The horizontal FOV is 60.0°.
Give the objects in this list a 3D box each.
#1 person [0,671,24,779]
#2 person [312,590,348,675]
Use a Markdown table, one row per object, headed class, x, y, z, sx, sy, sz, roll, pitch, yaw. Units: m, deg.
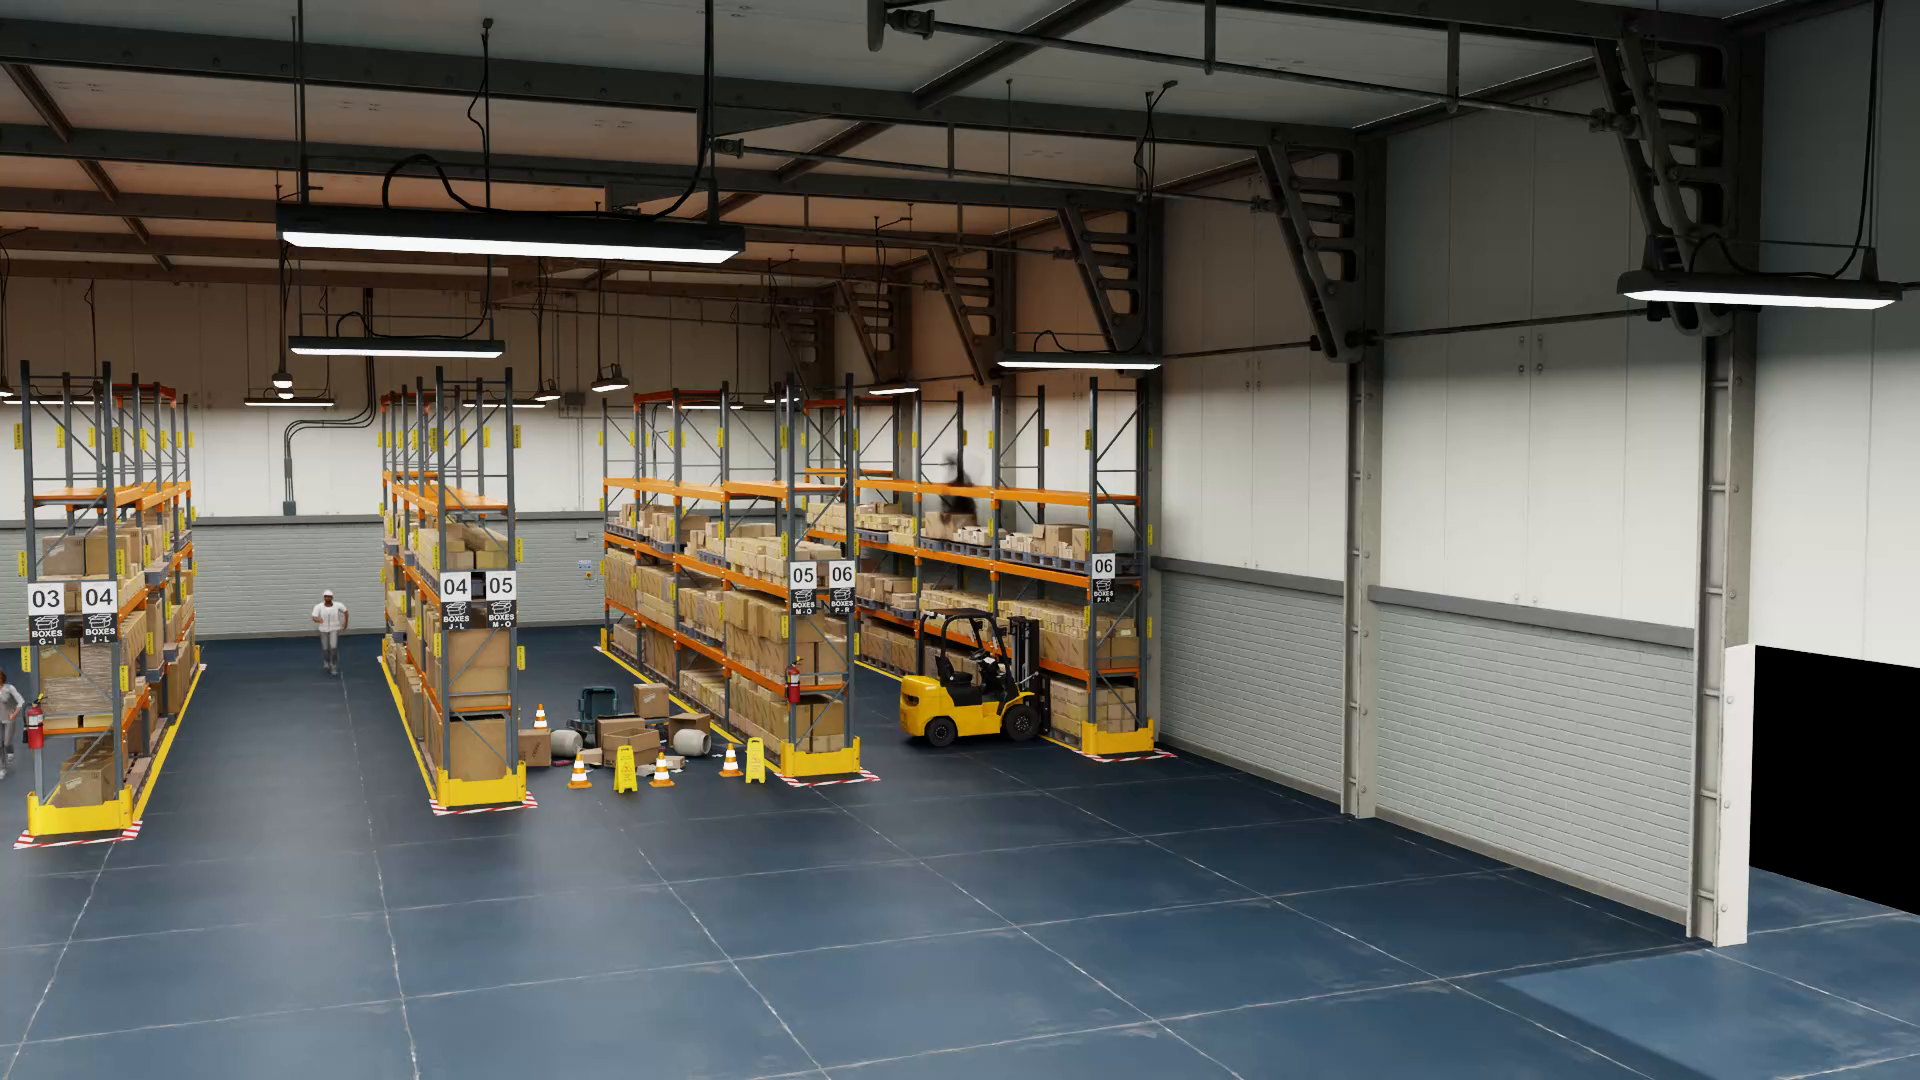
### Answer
| class | x | y | z | sx | sy | sz | roll | pitch | yaw |
| --- | --- | --- | --- | --- | --- | --- | --- | --- | --- |
| person | -14.282 | 2.729 | 24.859 | 0.555 | 1.602 | 0.650 | -1 | 4 | -15 |
| person | -13.530 | 1.985 | 35.700 | 0.717 | 1.842 | 0.759 | -1 | 4 | -15 |
